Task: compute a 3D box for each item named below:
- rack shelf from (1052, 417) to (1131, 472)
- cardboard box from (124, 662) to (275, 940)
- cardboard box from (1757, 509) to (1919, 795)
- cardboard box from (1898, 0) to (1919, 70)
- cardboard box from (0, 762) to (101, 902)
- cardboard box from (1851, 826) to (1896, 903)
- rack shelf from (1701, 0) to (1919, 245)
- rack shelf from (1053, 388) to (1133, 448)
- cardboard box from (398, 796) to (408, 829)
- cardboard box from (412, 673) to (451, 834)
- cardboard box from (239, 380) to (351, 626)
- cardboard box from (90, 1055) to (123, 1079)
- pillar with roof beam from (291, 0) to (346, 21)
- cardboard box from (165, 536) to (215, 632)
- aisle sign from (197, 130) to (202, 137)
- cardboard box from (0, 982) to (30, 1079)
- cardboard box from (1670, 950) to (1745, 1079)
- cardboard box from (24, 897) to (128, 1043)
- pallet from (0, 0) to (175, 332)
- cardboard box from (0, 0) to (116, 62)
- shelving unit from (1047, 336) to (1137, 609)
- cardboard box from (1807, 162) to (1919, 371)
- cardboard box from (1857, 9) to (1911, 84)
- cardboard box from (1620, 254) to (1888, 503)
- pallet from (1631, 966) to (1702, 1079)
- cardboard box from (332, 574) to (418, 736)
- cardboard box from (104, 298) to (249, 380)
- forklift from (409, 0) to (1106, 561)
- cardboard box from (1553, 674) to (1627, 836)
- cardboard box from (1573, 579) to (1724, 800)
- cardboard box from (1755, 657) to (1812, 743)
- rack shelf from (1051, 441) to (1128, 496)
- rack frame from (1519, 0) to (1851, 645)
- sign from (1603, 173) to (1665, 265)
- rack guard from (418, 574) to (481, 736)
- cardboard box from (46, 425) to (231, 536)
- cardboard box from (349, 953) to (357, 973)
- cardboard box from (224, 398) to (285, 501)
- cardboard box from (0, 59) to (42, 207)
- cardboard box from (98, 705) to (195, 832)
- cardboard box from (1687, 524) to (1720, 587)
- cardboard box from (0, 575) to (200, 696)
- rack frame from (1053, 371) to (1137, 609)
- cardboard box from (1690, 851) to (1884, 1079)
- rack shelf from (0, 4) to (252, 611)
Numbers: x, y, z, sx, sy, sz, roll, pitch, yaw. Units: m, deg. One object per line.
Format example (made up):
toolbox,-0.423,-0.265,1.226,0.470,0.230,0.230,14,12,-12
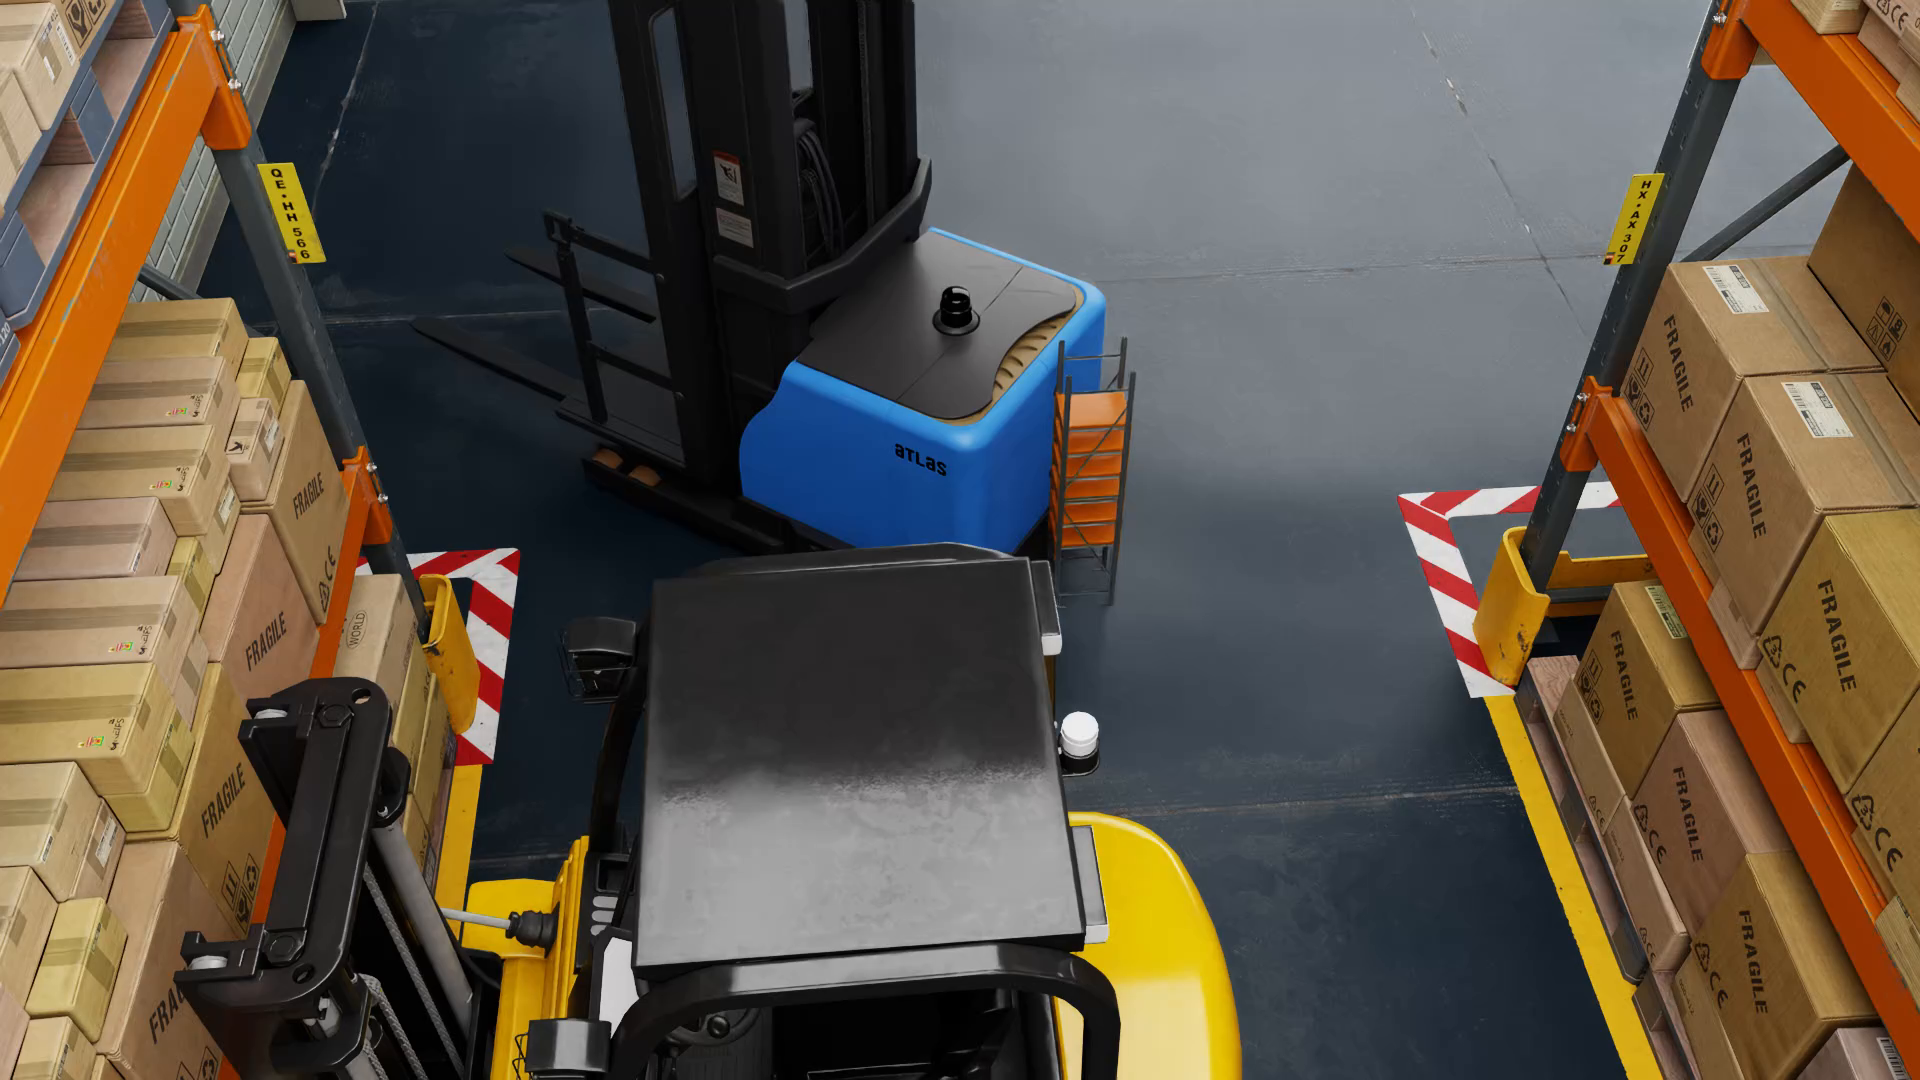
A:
rack shelf,0.471,-0.352,5.987,0.258,0.103,0.180,-4,47,-4
cardboard box,-1.999,0.660,3.990,0.500,0.500,0.500,-4,47,-4
cardboard box,2.420,0.269,4.155,0.500,0.500,0.500,-4,47,-4
cardboard box,2.376,-1.034,3.496,0.500,0.250,0.500,-4,47,-4
cardboard box,-2.005,0.604,3.392,0.380,0.149,0.250,-3,47,-3
cardboard box,2.470,0.778,4.120,0.380,0.149,0.250,-5,47,-4
rack shelf,2.734,-0.034,3.145,1.077,0.370,4.000,-3,47,-3
rack shelf,0.471,-0.434,5.900,0.258,0.103,0.180,-4,47,-4
cardboard box,-1.996,0.934,5.060,0.500,0.250,0.500,-4,47,-4
cardboard box,-2.025,0.730,5.598,0.500,0.250,0.500,-3,47,-3
cardboard box,-2.077,-0.086,4.697,0.500,0.500,0.500,-4,47,-4
cardboard box,-1.925,1.388,3.300,0.500,0.500,0.500,-4,47,-4
pillar with roof beam,0.568,-6.499,6.707,9.100,9.000,0.400,-3,47,-3
cardboard box,-2.050,0.139,4.037,0.380,0.149,0.250,-4,47,-4
aisle sign,-2.092,-1.351,4.174,0.394,0.787,0.004,-3,47,-3
cardboard box,-1.962,0.966,3.048,0.380,0.149,0.250,-4,47,-3
cardboard box,2.452,1.469,4.898,0.500,0.250,0.500,-1,47,-1
cardboard box,-1.919,0.878,3.337,0.380,0.149,0.250,-4,47,-4
pallet,-2.346,-0.880,3.512,1.003,0.211,1.213,-3,47,-3
cardboard box,-2.099,-1.331,3.452,0.500,0.500,0.500,-2,47,-2
shelving unit,0.471,-0.217,6.129,0.258,1.200,0.189,-4,47,-4
cardboard box,2.827,-0.821,4.499,0.700,0.500,0.500,-5,47,-4
cardboard box,2.382,-1.197,3.925,0.380,0.149,0.250,-5,47,-5
cardboard box,2.330,-0.474,4.859,0.500,0.500,0.500,-4,47,-4
pallet,2.705,1.788,4.911,1.003,0.211,1.213,-3,47,-3
cardboard box,-2.030,0.379,5.241,0.500,0.250,0.500,-2,47,-2
cardboard box,-2.139,-0.506,4.442,0.380,0.149,0.250,-3,47,-3
forklift,-0.969,-1.453,6.108,3.031,2.935,1.130,24,51,21
cardboard box,2.359,0.705,5.621,0.500,0.250,0.500,-4,47,-4
cardboard box,2.361,0.464,5.332,0.500,0.500,0.500,-5,47,-5
cardboard box,2.396,0.398,4.480,0.380,0.149,0.250,-2,47,-2
rack shelf,0.471,-0.269,6.075,0.258,0.103,0.180,-4,47,-4
rack frame,2.567,-0.697,5.344,1.000,3.000,0.127,-3,47,-3
sign,2.026,-0.961,4.998,0.100,0.325,0.005,-3,47,-3
rack guard,-2.381,0.450,5.979,1.175,0.500,0.348,-3,47,-3
cardboard box,-2.039,-0.141,4.097,0.380,0.149,0.250,-3,47,-2
cardboard box,-1.929,1.113,4.546,0.500,0.250,0.500,-3,47,-3
cardboard box,-2.020,-0.233,4.389,0.380,0.149,0.250,-3,47,-3
cardboard box,-1.986,-0.792,3.102,0.396,0.266,0.258,-3,47,-3
cardboard box,-1.939,0.511,3.685,0.380,0.149,0.250,-3,47,-3
cardboard box,2.365,0.027,4.832,0.380,0.149,0.250,-5,47,-5
cardboard box,-1.960,0.225,3.750,0.380,0.149,0.250,-2,47,-2
rack frame,0.479,-0.151,6.067,0.240,1.200,0.006,-4,47,-4
cardboard box,2.443,1.206,4.630,0.500,0.500,0.500,-3,47,-3
rack shelf,-2.212,0.271,2.857,1.077,0.370,4.000,-3,47,-3
